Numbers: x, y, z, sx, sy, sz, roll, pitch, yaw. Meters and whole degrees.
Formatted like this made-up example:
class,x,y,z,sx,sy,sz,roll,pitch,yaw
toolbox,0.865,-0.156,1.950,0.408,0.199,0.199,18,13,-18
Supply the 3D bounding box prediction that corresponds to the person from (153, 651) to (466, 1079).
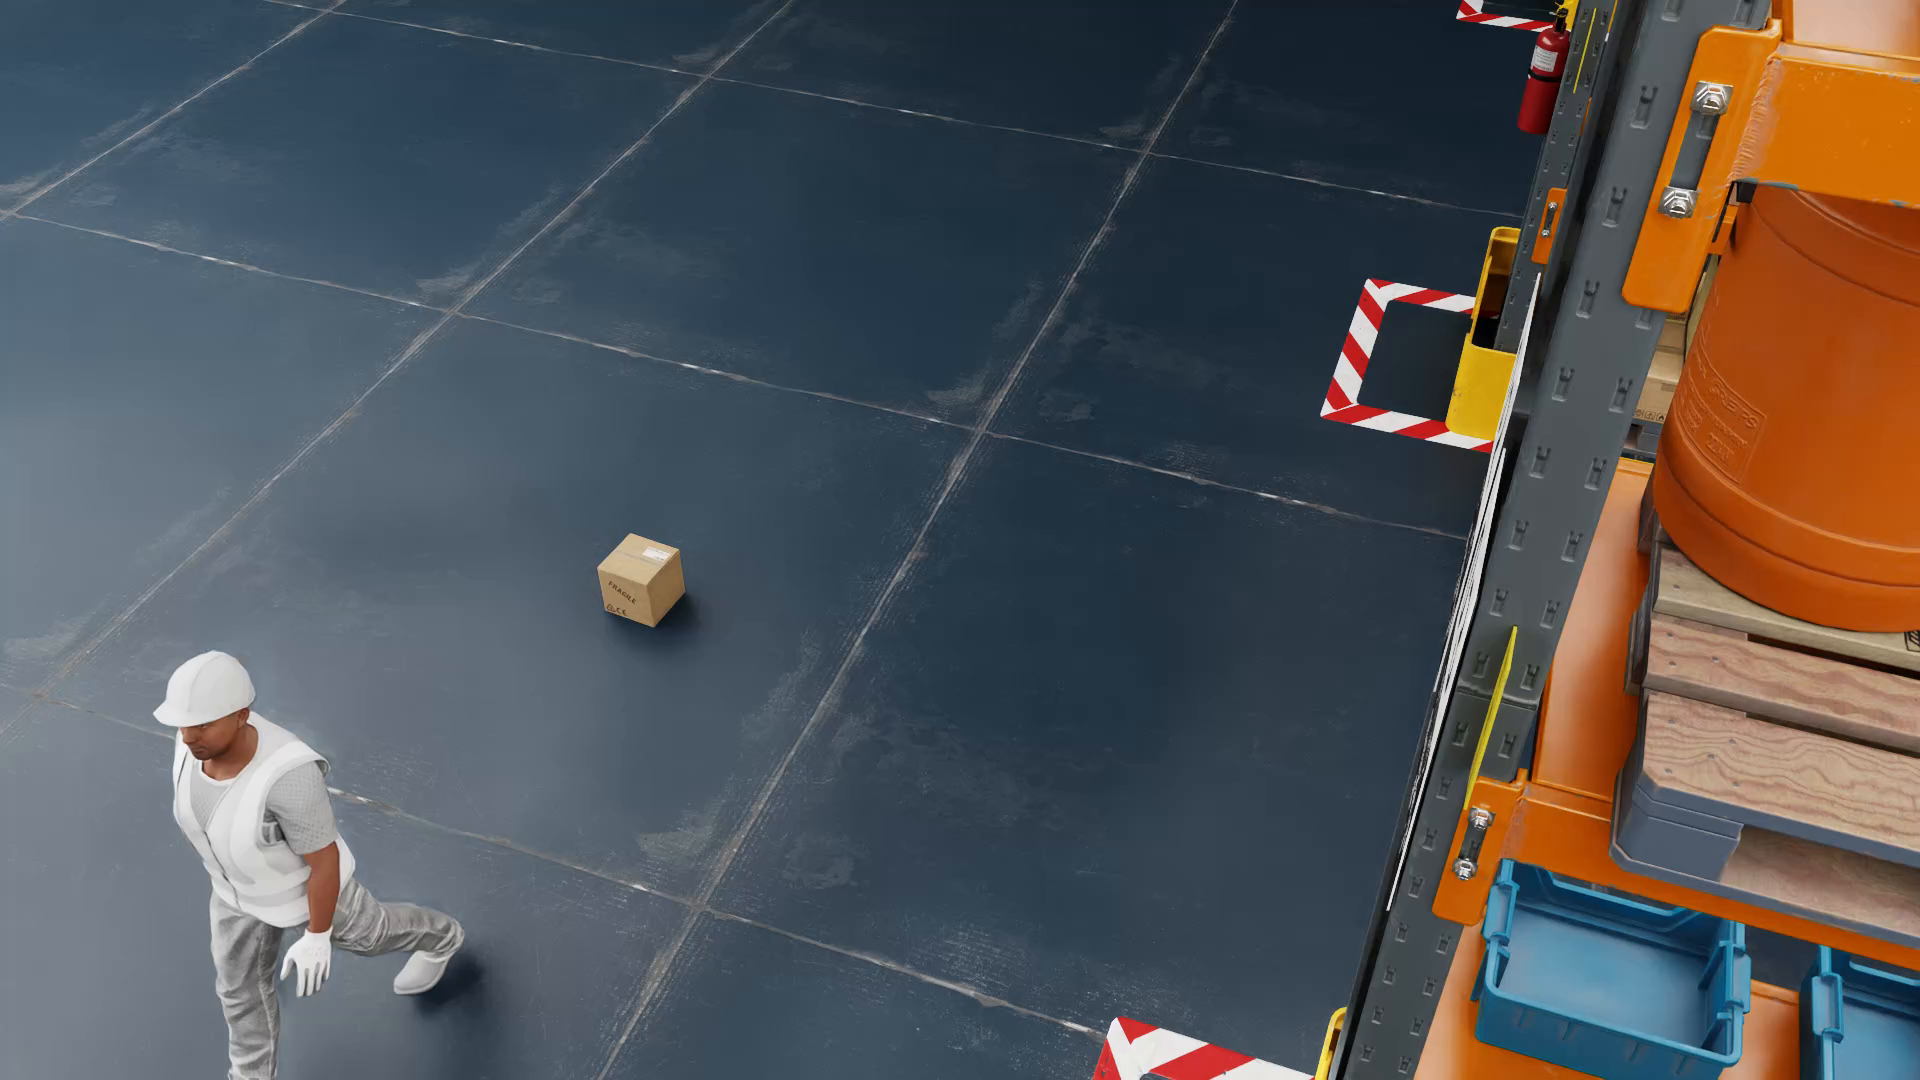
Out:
class,x,y,z,sx,sy,sz,roll,pitch,yaw
person,-2.046,1.044,4.948,0.607,1.740,1.052,18,44,20
